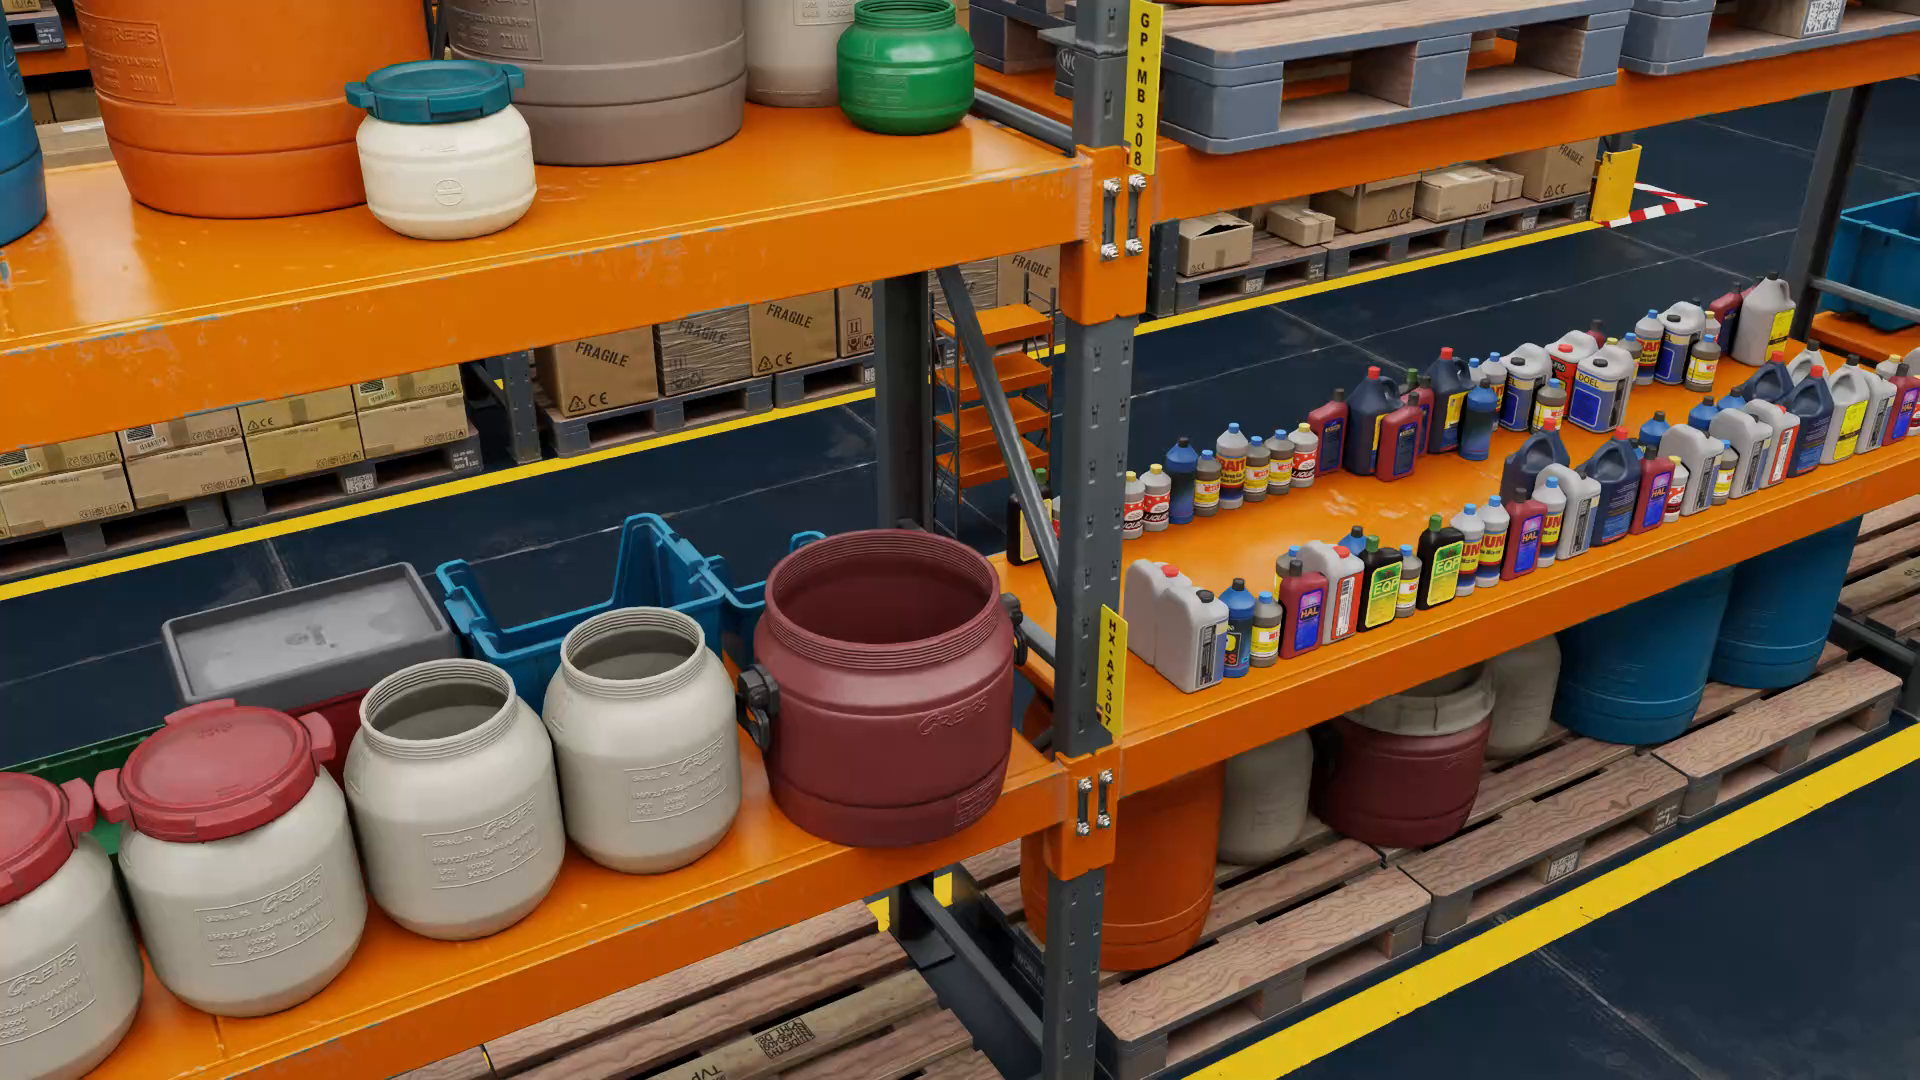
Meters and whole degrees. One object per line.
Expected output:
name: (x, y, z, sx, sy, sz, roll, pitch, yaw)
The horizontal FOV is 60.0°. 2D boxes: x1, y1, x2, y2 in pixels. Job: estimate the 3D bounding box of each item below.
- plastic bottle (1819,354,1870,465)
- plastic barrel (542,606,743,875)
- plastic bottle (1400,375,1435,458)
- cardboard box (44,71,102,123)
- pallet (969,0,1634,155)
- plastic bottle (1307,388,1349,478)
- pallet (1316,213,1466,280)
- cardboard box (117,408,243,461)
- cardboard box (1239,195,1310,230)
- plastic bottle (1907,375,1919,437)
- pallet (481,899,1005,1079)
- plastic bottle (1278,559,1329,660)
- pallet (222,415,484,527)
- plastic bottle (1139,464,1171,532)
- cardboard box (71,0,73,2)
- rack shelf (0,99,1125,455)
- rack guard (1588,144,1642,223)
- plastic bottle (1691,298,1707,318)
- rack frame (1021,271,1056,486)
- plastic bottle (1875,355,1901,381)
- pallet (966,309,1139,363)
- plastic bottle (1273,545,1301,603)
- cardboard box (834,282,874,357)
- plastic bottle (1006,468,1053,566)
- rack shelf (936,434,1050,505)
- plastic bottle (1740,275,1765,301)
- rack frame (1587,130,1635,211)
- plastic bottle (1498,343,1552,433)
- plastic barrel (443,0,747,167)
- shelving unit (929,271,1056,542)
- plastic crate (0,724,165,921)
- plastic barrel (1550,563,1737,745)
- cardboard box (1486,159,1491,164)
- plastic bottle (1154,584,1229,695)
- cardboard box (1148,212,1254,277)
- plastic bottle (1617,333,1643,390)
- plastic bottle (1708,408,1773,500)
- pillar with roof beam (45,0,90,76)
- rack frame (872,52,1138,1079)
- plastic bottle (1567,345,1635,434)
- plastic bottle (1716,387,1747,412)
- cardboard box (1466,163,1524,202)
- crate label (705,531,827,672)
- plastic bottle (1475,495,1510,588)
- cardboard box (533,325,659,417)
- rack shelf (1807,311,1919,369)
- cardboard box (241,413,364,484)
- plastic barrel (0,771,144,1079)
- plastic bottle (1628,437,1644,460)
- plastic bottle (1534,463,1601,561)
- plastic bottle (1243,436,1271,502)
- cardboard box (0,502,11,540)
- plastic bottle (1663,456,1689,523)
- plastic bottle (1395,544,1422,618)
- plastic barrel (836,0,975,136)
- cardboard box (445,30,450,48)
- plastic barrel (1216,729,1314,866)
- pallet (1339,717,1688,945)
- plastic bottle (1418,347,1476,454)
plastic bottle: (2.894, -0.441, 5.495, 0.185, 0.351, 0.144, -16, 33, -26)
plastic barrel: (-0.707, 0.447, 3.719, 0.421, 0.512, 0.421, 0, 29, 0)
plastic bottle: (1.495, -0.402, 5.495, 0.133, 0.283, 0.061, -16, 33, -26)
cardboard box: (-6.065, -3.087, 11.594, 0.500, 0.250, 0.500, -15, 32, -25)
pallet: (0.781, -1.221, 3.950, 1.213, 0.211, 1.003, -16, 33, -26)
plastic bottle: (1.190, -0.350, 5.400, 0.133, 0.283, 0.061, -16, 33, -26)
pallet: (2.660, -2.135, 11.401, 1.213, 0.211, 1.003, -16, 33, -26)
cardboard box: (-3.643, -0.651, 7.656, 0.500, 0.311, 0.500, -16, 33, -27)
cardboard box: (2.008, -2.345, 11.221, 0.500, 0.311, 0.500, -16, 33, -26)
plastic bottle: (3.258, -0.466, 5.695, 0.097, 0.201, 0.097, 0, 29, 0)
pallet: (-0.616, 1.550, 4.723, 1.213, 0.211, 1.003, -16, 33, -26)
plastic bottle: (0.915, 0.174, 4.451, 0.133, 0.283, 0.061, -16, 33, -26)
pallet: (-3.164, -0.503, 8.442, 1.213, 0.211, 1.003, -16, 33, -26)
plastic bottle: (0.596, -0.135, 5.096, 0.097, 0.201, 0.097, 0, 29, 0)
cardboard box: (-5.816, -3.941, 11.227, 0.500, 0.500, 0.700, -19, 34, -31)
rack shelf: (-1.653, -0.353, 2.925, 4.000, 0.370, 1.077, -16, 33, -26)
rack guard: (4.397, -2.754, 12.223, 0.348, 0.500, 1.175, -16, 33, -26)
plastic bottle: (2.699, -0.763, 6.161, 0.097, 0.271, 0.097, 0, 29, 0)
rack frame: (0.353, -0.626, 7.642, 0.015, 1.200, 0.240, -16, 33, -26)
plastic bottle: (3.265, -0.553, 5.853, 0.097, 0.201, 0.097, 0, 29, 0)
pallet: (0.332, -1.452, 10.163, 1.213, 0.211, 1.003, -16, 33, -26)
plastic bottle: (0.928, 0.111, 4.651, 0.097, 0.201, 0.097, 0, 29, 0)
cardboard box: (-0.566, -1.380, 9.279, 0.500, 0.500, 0.500, -17, 33, -28)
plastic bottle: (0.204, -0.070, 4.893, 0.133, 0.283, 0.061, -16, 33, -26)
rack shelf: (0.143, -0.333, 7.662, 0.480, 0.148, 0.258, -16, 33, -26)
plastic bottle: (2.988, -0.860, 6.325, 0.133, 0.283, 0.061, -16, 33, -26)
rack frame: (4.463, -3.867, 11.653, 0.127, 3.000, 1.000, -16, 33, -26)
plastic bottle: (1.930, -0.531, 5.736, 0.135, 0.276, 0.152, -16, 33, -26)
plastic barrel: (-0.746, -1.267, 3.317, 0.600, 0.901, 0.600, 0, 29, 0)
shelving unit: (0.143, -0.566, 7.534, 0.503, 1.200, 0.258, -16, 33, -26)
plastic crate: (-2.019, 0.684, 3.626, 0.662, 0.188, 0.450, -16, 33, -26)
plastic barrel: (2.432, 0.211, 6.001, 0.708, 0.901, 0.600, -16, 33, -26)
cardboard box: (3.712, -2.799, 12.194, 0.250, 0.166, 0.380, -16, 33, -26)
plastic bottle: (0.609, 0.239, 4.341, 0.135, 0.276, 0.152, -16, 33, -26)
cardboard box: (1.486, -1.916, 10.445, 0.500, 0.311, 0.500, -16, 33, -26)
plastic bottle: (2.415, -0.652, 6.032, 0.097, 0.201, 0.097, 0, 29, 0)
plastic bottle: (2.479, -0.292, 5.303, 0.135, 0.276, 0.152, -16, 33, -26)
pillar with roof beam: (-4.325, -4.847, 7.219, 0.400, 9.000, 9.100, -16, 33, -26)
rack frame: (0.072, 0.156, 4.364, 0.127, 3.000, 1.000, -16, 33, -26)
plastic bottle: (2.207, -0.525, 5.724, 0.135, 0.276, 0.152, -16, 33, -26)
plastic bottle: (2.515, -0.371, 5.450, 0.097, 0.271, 0.097, 0, 29, 0)
cardboard box: (3.724, -2.522, 11.692, 0.250, 0.166, 0.380, -16, 33, -26)
crate label: (-0.481, 0.176, 4.500, 0.416, 0.233, 0.303, -16, 33, -26)
plastic bottle: (1.519, -0.002, 4.783, 0.097, 0.271, 0.097, 0, 29, 0)
cardboard box: (-1.897, -0.999, 8.588, 0.500, 0.500, 0.500, -14, 32, -24)
rack shelf: (5.245, -0.998, 7.199, 4.000, 0.370, 1.077, -16, 33, -26)
cardboard box: (-3.207, -0.531, 8.018, 0.500, 0.250, 0.500, -16, 33, -27)
plastic barrel: (-1.809, 0.753, 3.141, 0.433, 0.535, 0.433, 0, 29, 0)
plastic bottle: (2.047, -0.186, 5.116, 0.097, 0.271, 0.097, 0, 29, 0)
plastic bottle: (1.804, -0.101, 4.957, 0.135, 0.276, 0.152, -16, 33, -26)
plastic bottle: (0.932, -0.230, 5.269, 0.097, 0.201, 0.097, 0, 29, 0)
cardboard box: (-4.523, -0.158, 7.342, 0.500, 0.250, 0.500, -17, 33, -28)
plastic bottle: (2.192, -0.163, 5.147, 0.097, 0.201, 0.097, 0, 29, 0)
plastic bottle: (1.236, 0.108, 4.655, 0.097, 0.201, 0.097, 0, 29, 0)
plastic barrel: (-0.115, -1.008, 3.528, 0.294, 0.245, 0.294, 0, 29, 0)
cardboard box: (-3.488, -3.551, 12.871, 0.750, 0.750, 0.750, -16, 33, -27)
plastic barrel: (0.926, 0.759, 5.411, 0.421, 0.512, 0.421, 0, 29, 0)
pallet: (1.781, 0.869, 5.956, 1.213, 0.211, 1.003, -16, 33, -26)
plastic bottle: (1.622, -0.479, 5.564, 0.185, 0.351, 0.144, -16, 33, -26)
